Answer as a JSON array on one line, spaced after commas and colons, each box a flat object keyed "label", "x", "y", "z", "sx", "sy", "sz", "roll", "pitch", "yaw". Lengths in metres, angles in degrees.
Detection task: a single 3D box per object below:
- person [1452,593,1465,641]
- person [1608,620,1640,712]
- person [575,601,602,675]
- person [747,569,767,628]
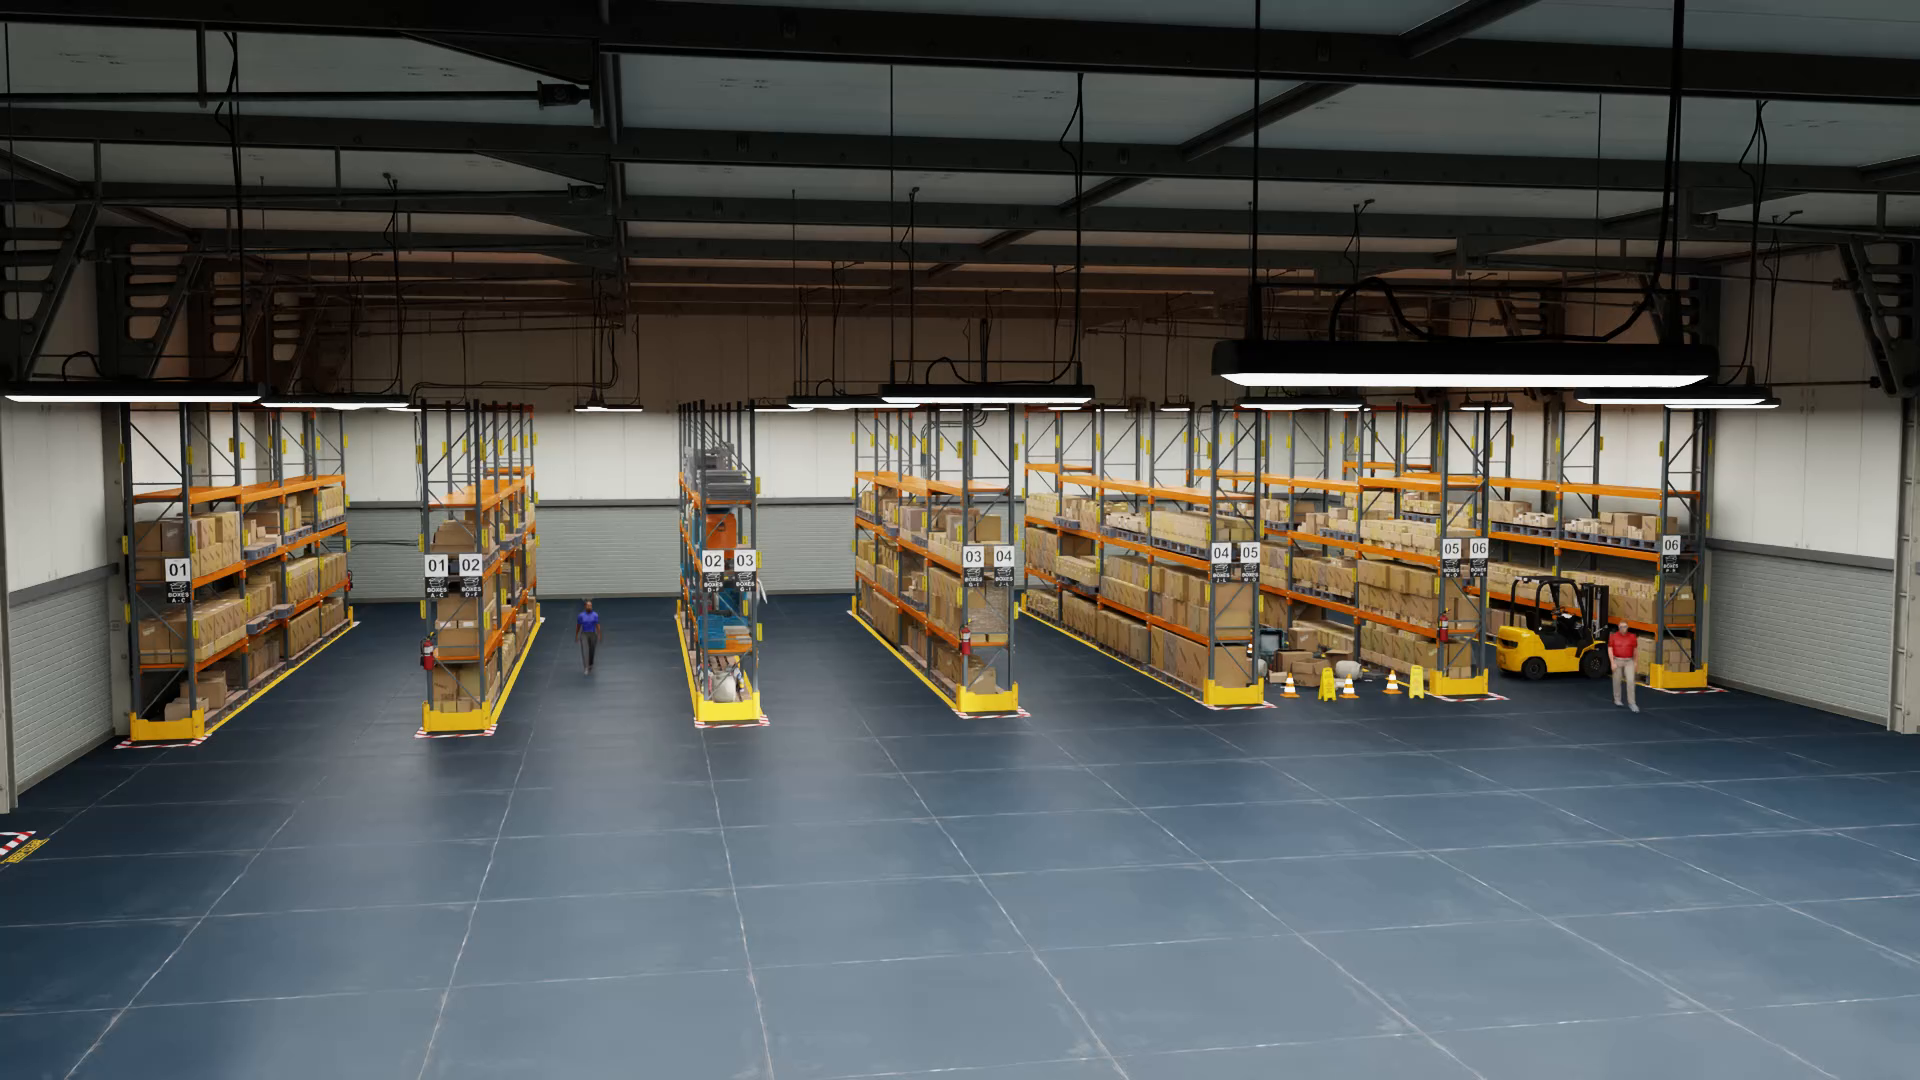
[{"label": "person", "x": 11.562, "y": 2.015, "z": 38.305, "sx": 0.553, "sy": 1.657, "sz": 0.572, "roll": -2, "pitch": 5, "yaw": -28}, {"label": "person", "x": 12.922, "y": 2.420, "z": 32.364, "sx": 0.590, "sy": 1.710, "sz": 0.841, "roll": 2, "pitch": 5, "yaw": 19}, {"label": "person", "x": -8.213, "y": 2.144, "z": 36.739, "sx": 0.537, "sy": 1.564, "sz": 1.047, "roll": -2, "pitch": 5, "yaw": -20}, {"label": "person", "x": -5.418, "y": 1.557, "z": 44.004, "sx": 0.505, "sy": 1.615, "sz": 1.023, "roll": -3, "pitch": 5, "yaw": -36}]
